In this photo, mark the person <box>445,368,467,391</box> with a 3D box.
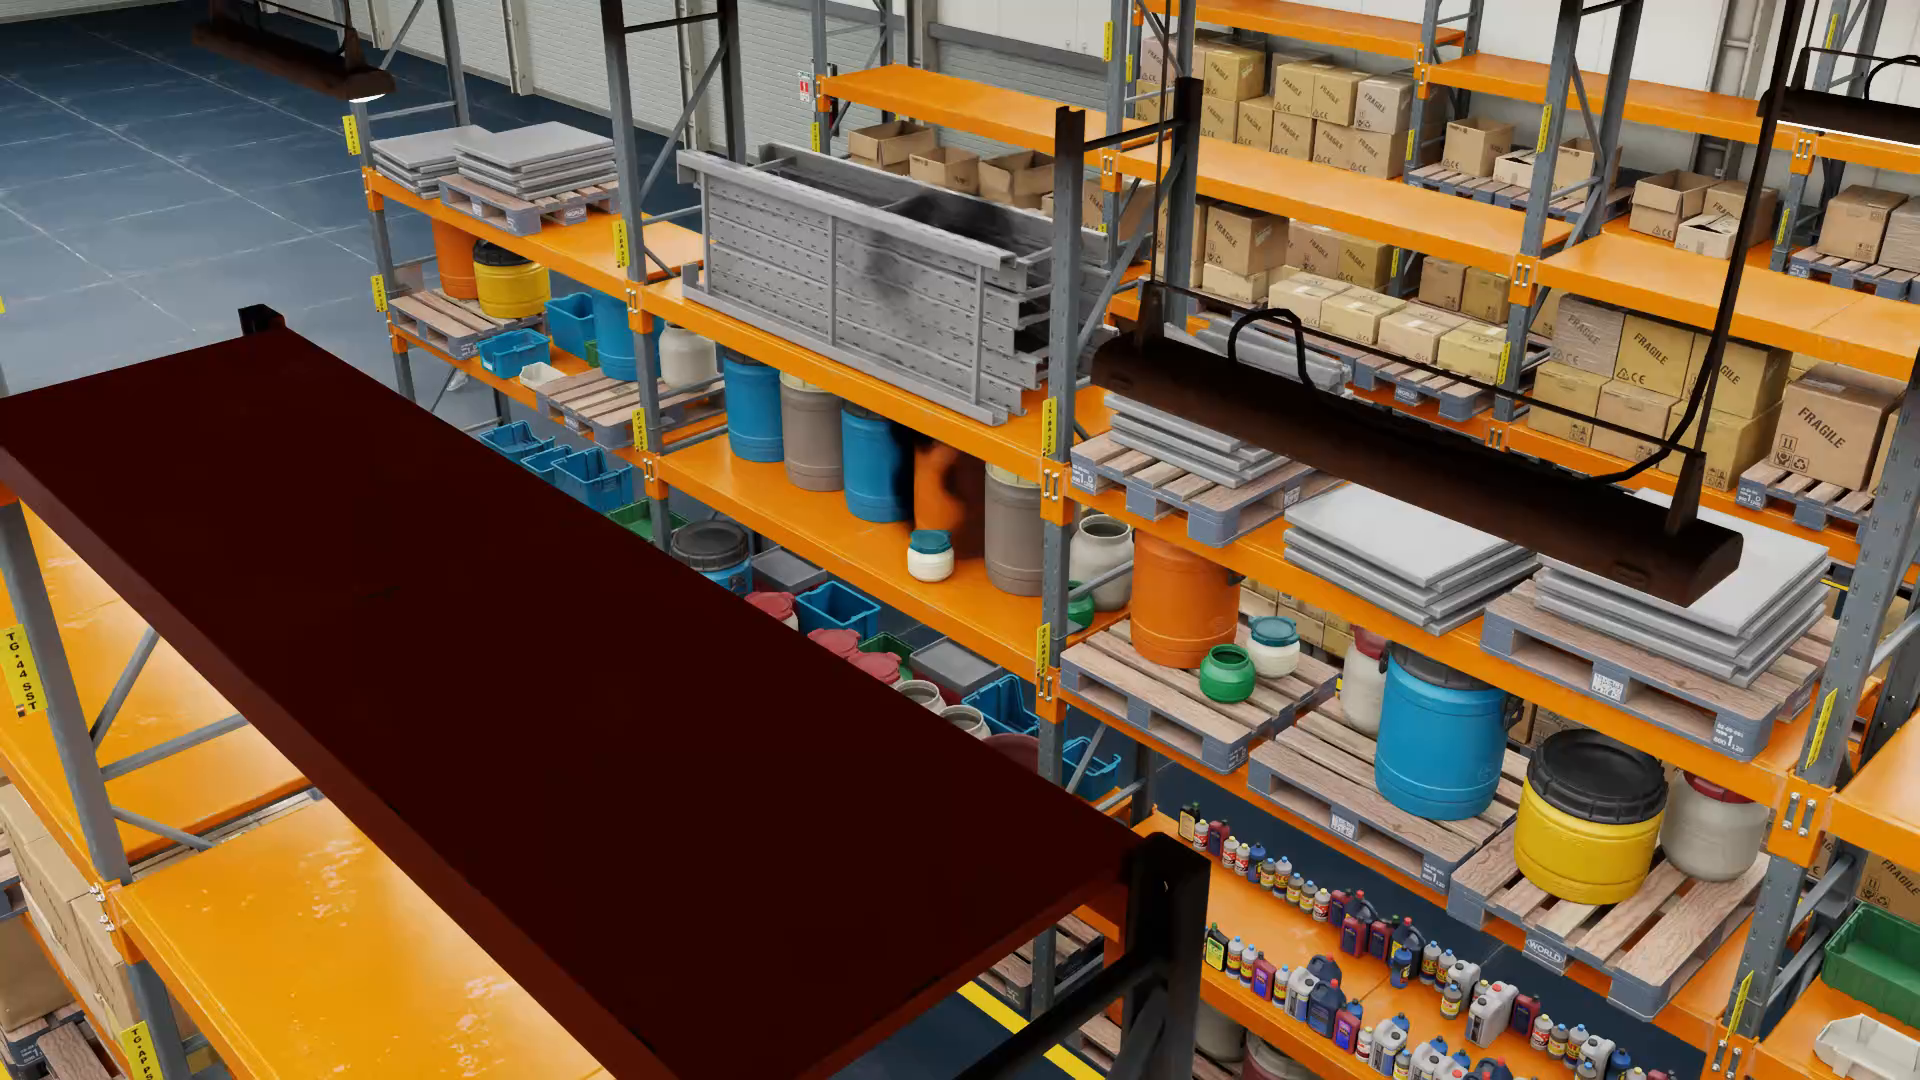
[{"bbox_3d":[-5.906,-2.688,20.033,0.854,1.713,0.605,-14,31,-24],"label":"person"}]
